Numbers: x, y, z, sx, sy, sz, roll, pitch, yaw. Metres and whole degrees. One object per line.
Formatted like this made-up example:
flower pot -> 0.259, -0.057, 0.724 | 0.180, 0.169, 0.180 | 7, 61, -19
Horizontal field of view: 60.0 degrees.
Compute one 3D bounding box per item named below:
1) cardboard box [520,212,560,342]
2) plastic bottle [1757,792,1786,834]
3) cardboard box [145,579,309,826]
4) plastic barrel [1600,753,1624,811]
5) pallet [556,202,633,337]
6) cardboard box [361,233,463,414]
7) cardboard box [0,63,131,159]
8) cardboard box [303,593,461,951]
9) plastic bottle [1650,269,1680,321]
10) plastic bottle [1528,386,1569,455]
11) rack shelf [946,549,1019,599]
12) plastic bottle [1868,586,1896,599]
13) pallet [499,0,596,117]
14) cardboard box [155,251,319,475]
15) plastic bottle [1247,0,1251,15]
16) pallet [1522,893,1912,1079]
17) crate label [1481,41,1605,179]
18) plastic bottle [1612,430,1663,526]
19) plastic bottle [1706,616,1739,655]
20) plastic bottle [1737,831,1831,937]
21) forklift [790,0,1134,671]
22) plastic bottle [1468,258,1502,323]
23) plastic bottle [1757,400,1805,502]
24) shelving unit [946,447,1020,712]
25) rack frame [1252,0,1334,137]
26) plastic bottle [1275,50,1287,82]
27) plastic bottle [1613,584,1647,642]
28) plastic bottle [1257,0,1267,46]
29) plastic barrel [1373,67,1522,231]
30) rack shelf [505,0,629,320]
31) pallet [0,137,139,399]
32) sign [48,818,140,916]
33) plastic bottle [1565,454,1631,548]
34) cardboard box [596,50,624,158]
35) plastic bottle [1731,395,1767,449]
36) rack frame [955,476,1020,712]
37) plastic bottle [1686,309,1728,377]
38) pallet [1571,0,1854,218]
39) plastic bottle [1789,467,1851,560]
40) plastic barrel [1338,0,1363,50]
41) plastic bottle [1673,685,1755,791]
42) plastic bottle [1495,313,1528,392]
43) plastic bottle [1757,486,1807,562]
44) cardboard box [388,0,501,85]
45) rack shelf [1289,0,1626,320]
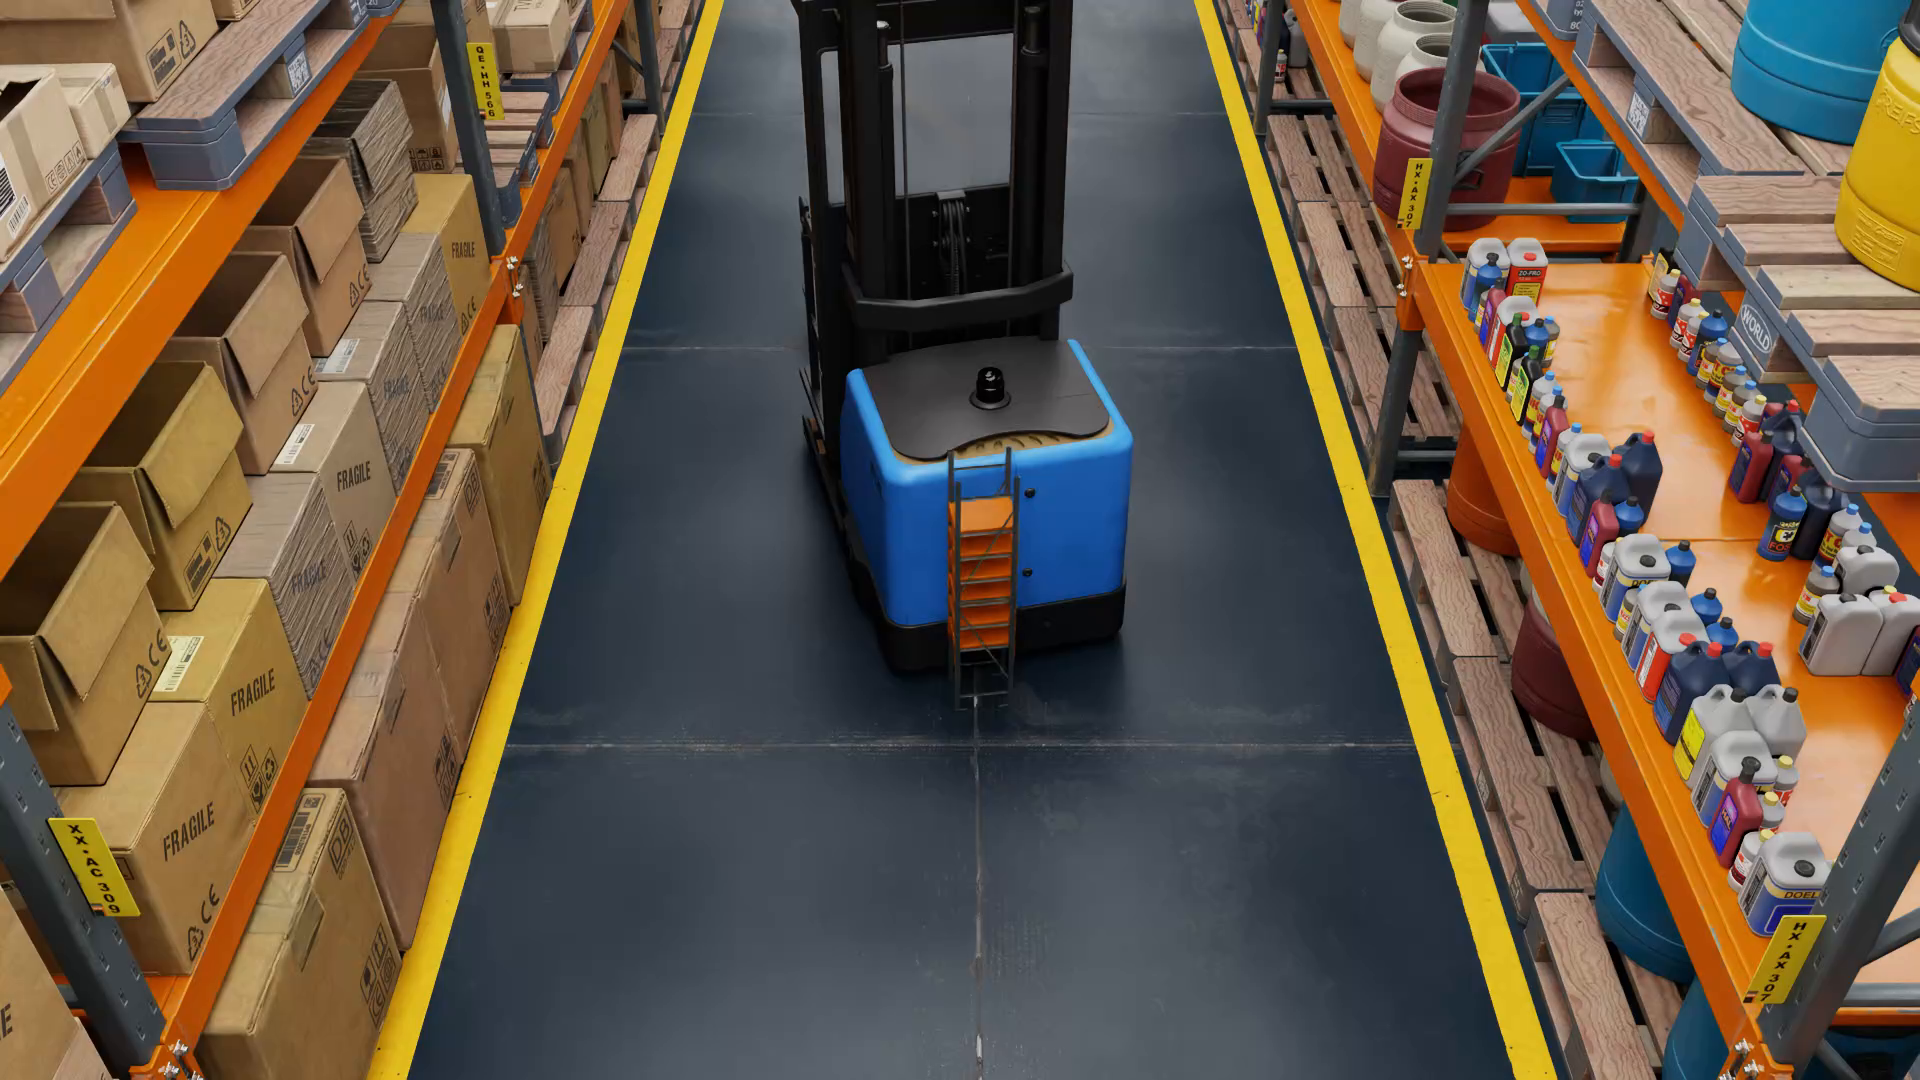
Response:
cardboard box -> -2.511, -1.365, 8.702 | 0.700, 0.500, 0.500 | -3, 39, -4
plastic bottle -> 2.190, 0.770, 4.549 | 0.097, 0.201, 0.097 | 0, 39, 0
cardboard box -> -2.224, 0.457, 4.701 | 0.500, 0.500, 0.500 | 0, 39, 0
plastic barrel -> 2.585, 0.766, 6.050 | 0.421, 0.512, 0.421 | 0, 39, 0
pallet -> -2.475, -1.564, 9.533 | 1.003, 0.211, 1.213 | 0, 39, 0
cardboard box -> -2.234, -0.822, 6.297 | 0.500, 0.500, 0.500 | 0, 39, 0
cardboard box -> -2.324, -1.069, 4.152 | 0.380, 0.149, 0.250 | -2, 39, -2
cardboard box -> -2.495, 0.805, 5.710 | 1.225, 0.875, 0.875 | -1, 39, -2
plastic bottle -> 2.885, -1.004, 6.763 | 0.097, 0.201, 0.097 | 0, 39, 0
plastic bottle -> 2.127, -0.435, 5.997 | 0.097, 0.271, 0.097 | 0, 39, 0
rack shelf -> 0.087, 0.120, 6.516 | 0.258, 0.103, 0.180 | -5, 40, -7
plastic bottle -> 2.887, 0.231, 5.222 | 0.097, 0.201, 0.097 | 0, 39, 0
pallet -> -2.520, -2.566, 8.707 | 1.003, 0.211, 1.213 | 0, 39, 0
cardboard box -> -2.487, -0.549, 5.155 | 0.797, 0.503, 0.637 | 1, 39, 1
plastic bottle -> 2.158, -3.979, 12.146 | 0.097, 0.271, 0.097 | 0, 39, 0
pallet -> 2.521, 1.700, 5.459 | 1.003, 0.211, 1.213 | 0, 39, 0
crate label -> 2.745, -2.042, 7.871 | 0.502, 0.435, 0.616 | 0, 39, 0
plastic bottle -> 2.303, -0.234, 5.682 | 0.144, 0.351, 0.185 | 0, 39, 0
plastic bottle -> 2.281, 0.343, 5.026 | 0.097, 0.271, 0.097 | 0, 39, 0
plastic bottle -> 2.157, 0.897, 4.331 | 0.152, 0.276, 0.135 | 0, 39, 0
forklift -> -0.157, -1.525, 7.309 | 1.130, 2.935, 3.031 | -9, 40, -11
plastic bottle -> 2.126, -1.013, 6.718 | 0.097, 0.271, 0.097 | 0, 39, 0
plastic bottle -> 2.863, -0.320, 5.790 | 0.144, 0.351, 0.185 | 0, 39, 0
shelving unit -> 0.086, 0.178, 6.565 | 0.258, 1.200, 0.189 | -5, 40, -7
rack frame -> 2.471, -3.908, 10.228 | 1.000, 3.000, 0.127 | 0, 39, 0
plastic bottle -> 2.159, -3.214, 11.248 | 0.097, 0.201, 0.097 | 0, 39, 0
plastic bottle -> 2.128, 0.226, 5.229 | 0.097, 0.201, 0.097 | 0, 39, 0
plastic bottle -> 2.140, -3.644, 11.719 | 0.061, 0.283, 0.133 | 2, 39, 3
plastic barrel -> 2.173, -1.750, 7.426 | 0.600, 0.536, 0.708 | 0, 39, 0
rack shelf -> -2.479, -2.373, 8.888 | 1.077, 0.370, 4.000 | 0, 39, 0
pallet -> -2.523, -0.571, 3.818 | 0.805, 0.209, 1.217 | -1, 39, -2
sign -> -1.917, 0.728, 3.687 | 0.100, 0.325, 0.005 | 0, 39, 0
plastic bottle -> 2.151, -0.149, 5.577 | 0.144, 0.351, 0.185 | 0, 39, 0
cardboard box -> -2.502, -2.717, 10.388 | 0.700, 0.500, 0.500 | -3, 39, -4
plastic bottle -> 2.886, -0.434, 6.051 | 0.097, 0.201, 0.097 | 0, 39, 0
rack frame -> 0.100, 0.236, 6.495 | 0.240, 1.200, 0.006 | -5, 40, -7
plastic bottle -> 2.886, -0.765, 6.409 | 0.097, 0.271, 0.097 | 0, 39, 0
pallet -> 2.378, -1.201, 4.603 | 1.003, 0.211, 1.213 | 0, 39, 0
plastic bottle -> 2.863, -0.121, 5.542 | 0.144, 0.351, 0.185 | 0, 39, 0
plastic barrel -> 2.254, -2.904, 8.866 | 0.433, 0.535, 0.433 | 0, 39, 0
plastic bottle -> 2.152, 0.540, 4.717 | 0.144, 0.351, 0.185 | 0, 39, 0
plastic bottle -> 2.108, -0.717, 6.339 | 0.061, 0.283, 0.133 | 0, 39, 0
plastic bottle -> 2.743, -0.063, 5.533 | 0.097, 0.271, 0.097 | 0, 39, 0
cardboard box -> -2.618, -2.293, 7.796 | 0.700, 0.500, 0.500 | 5, 39, 7
rack shelf -> 2.474, -2.376, 8.892 | 1.077, 0.370, 4.000 | 0, 39, 0
